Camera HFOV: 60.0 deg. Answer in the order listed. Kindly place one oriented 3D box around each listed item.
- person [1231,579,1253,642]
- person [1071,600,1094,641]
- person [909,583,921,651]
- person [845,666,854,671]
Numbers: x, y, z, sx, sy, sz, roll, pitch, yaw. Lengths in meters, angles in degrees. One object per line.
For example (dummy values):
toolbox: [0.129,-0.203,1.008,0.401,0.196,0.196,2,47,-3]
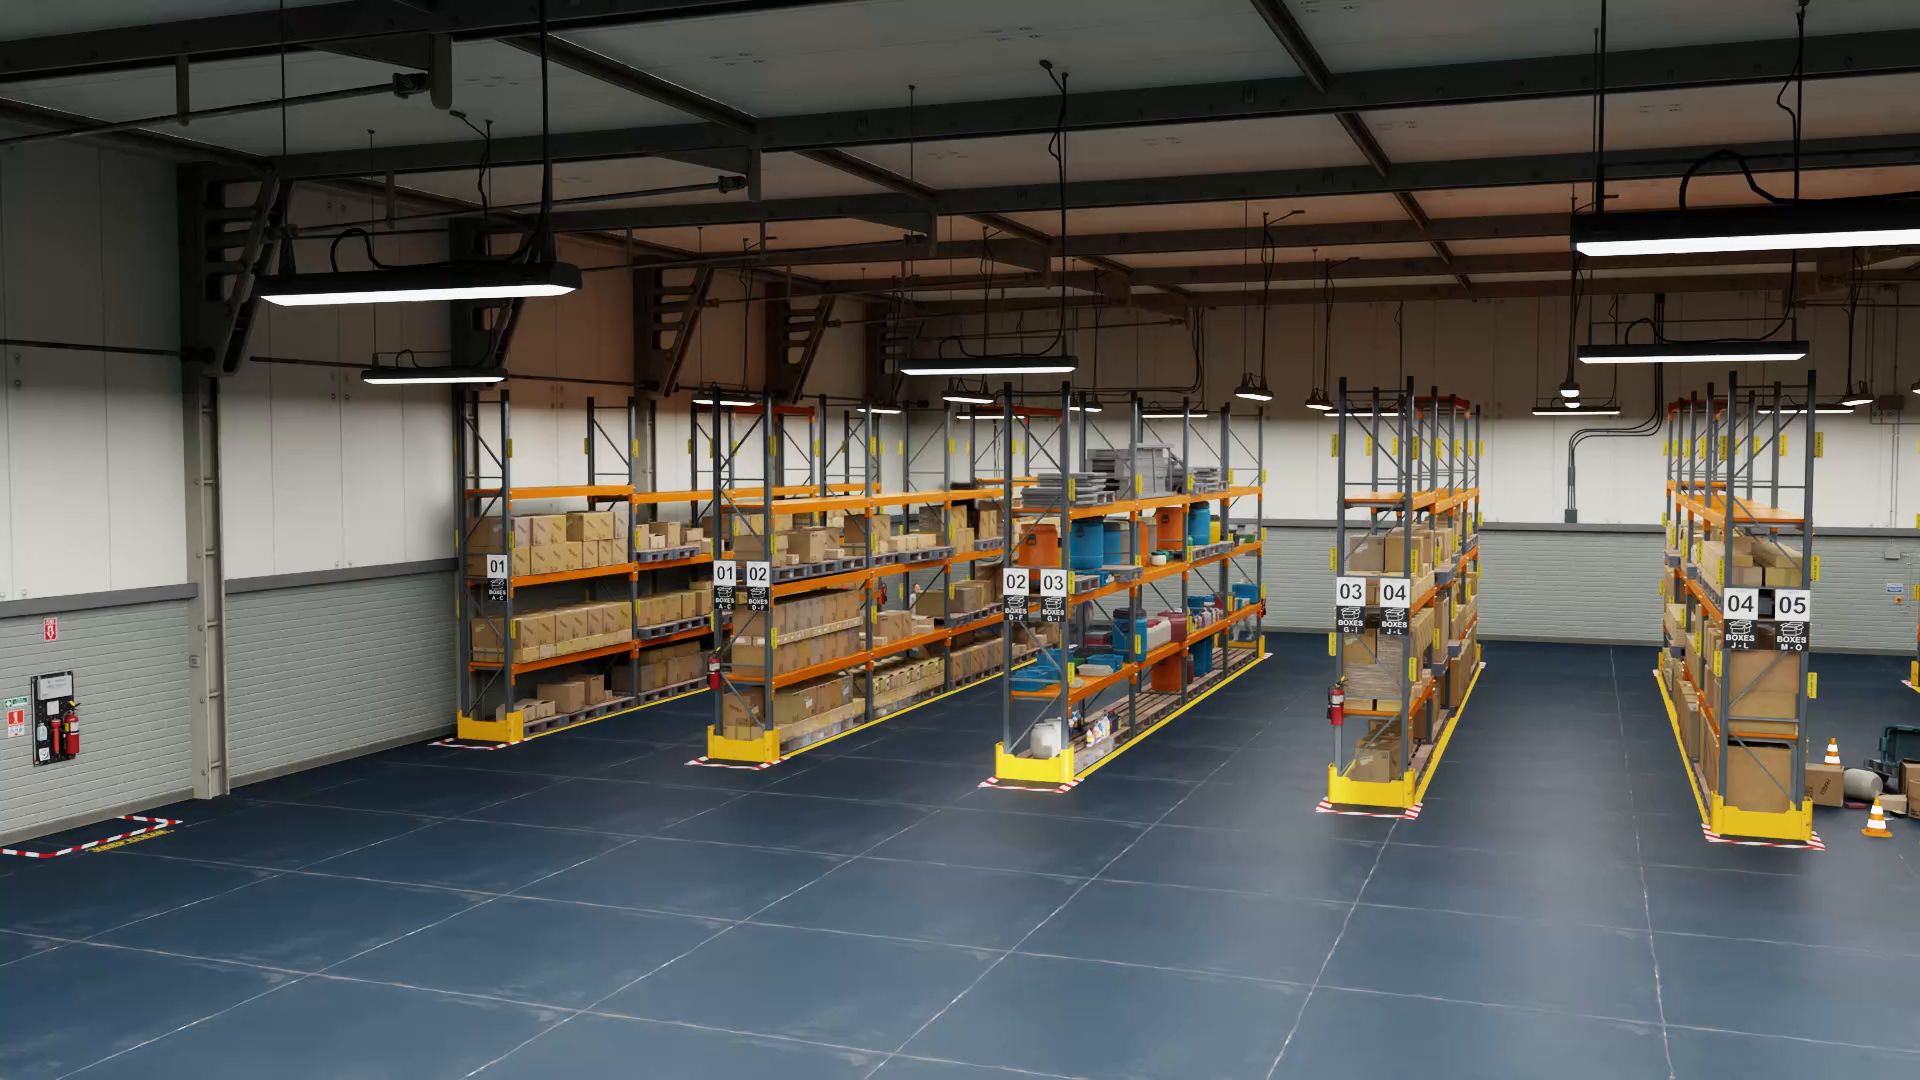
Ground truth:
person: [7.240,1.826,42.634,0.455,1.646,0.974,2,4,27]
person: [3.105,1.888,42.564,0.476,1.521,0.639,-2,4,-34]
person: [-1.016,1.905,41.265,0.471,1.672,0.491,2,4,38]
person: [-2.408,2.036,36.671,0.585,1.841,0.539,-3,4,-41]
